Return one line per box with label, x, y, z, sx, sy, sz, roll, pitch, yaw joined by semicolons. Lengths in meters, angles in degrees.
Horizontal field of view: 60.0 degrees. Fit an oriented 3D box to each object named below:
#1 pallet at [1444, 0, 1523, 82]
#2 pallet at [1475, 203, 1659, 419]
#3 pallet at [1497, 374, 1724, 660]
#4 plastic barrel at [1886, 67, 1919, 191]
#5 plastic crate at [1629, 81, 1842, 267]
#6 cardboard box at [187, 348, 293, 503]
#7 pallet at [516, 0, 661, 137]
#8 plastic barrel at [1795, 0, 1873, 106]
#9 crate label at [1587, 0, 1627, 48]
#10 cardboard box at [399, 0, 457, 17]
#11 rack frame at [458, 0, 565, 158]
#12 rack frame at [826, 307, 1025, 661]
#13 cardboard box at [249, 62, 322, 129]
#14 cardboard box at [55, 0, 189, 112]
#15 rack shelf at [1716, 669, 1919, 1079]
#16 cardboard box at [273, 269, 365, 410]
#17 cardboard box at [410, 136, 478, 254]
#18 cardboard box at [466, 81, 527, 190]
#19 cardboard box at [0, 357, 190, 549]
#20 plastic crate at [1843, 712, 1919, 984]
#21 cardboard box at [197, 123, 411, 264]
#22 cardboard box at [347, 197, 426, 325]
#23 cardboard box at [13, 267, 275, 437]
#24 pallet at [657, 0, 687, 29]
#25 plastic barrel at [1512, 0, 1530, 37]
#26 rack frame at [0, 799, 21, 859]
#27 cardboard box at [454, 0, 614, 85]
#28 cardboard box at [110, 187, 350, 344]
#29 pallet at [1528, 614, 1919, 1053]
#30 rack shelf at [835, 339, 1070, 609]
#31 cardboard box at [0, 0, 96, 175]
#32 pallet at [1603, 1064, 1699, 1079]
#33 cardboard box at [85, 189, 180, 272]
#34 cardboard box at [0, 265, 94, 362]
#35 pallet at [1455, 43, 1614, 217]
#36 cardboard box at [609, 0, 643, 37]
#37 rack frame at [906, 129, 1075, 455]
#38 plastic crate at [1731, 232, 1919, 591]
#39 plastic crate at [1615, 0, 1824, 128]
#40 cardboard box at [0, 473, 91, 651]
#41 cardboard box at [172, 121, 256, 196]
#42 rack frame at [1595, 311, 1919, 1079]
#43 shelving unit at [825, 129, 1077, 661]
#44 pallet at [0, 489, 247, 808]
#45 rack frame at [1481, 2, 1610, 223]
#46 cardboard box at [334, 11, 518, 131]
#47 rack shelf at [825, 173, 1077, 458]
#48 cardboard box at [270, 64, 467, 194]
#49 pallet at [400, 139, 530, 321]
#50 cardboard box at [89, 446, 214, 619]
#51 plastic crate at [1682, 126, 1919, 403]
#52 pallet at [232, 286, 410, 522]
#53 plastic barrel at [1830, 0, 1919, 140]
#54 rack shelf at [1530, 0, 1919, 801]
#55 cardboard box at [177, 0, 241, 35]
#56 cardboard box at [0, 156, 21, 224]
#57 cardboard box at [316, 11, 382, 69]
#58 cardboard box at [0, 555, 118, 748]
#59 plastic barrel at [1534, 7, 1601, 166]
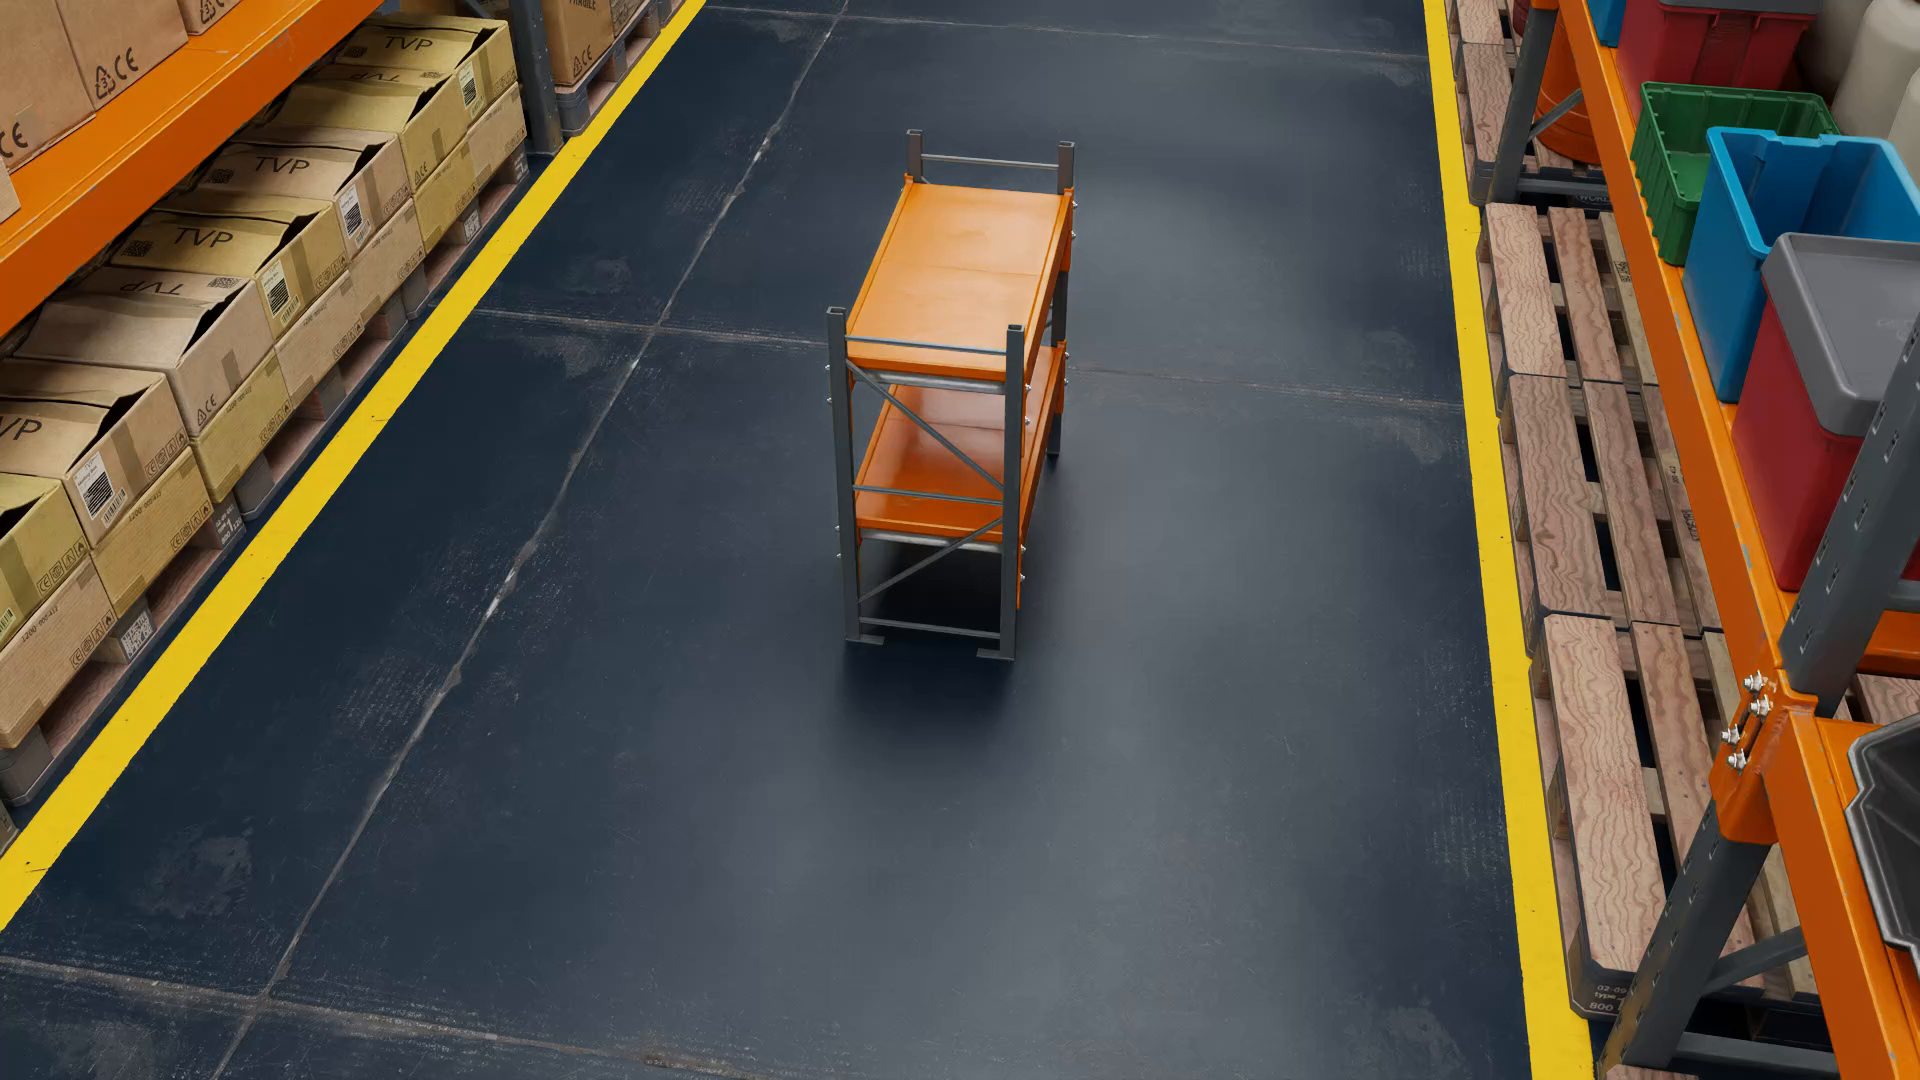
pallet;2.933;-2.559;8.180;1.003;0.211;1.213;6;40;8
pallet;2.452;-0.814;6.069;1.003;0.211;1.213;6;40;8
pallet;2.238;-0.051;5.146;1.003;0.211;1.213;6;40;8
plastic barrel;2.440;-0.950;3.938;0.433;0.535;0.433;0;40;0
plastic crate;1.955;-0.903;4.155;0.450;0.188;0.662;6;40;8
cardboard box;-2.456;-0.383;5.188;0.500;0.250;0.500;5;40;6
pallet;-2.088;-2.309;7.877;1.003;0.211;1.213;6;40;8
plastic barrel;2.583;-1.481;4.599;0.421;0.512;0.421;0;40;0
crate label;2.186;-1.791;5.034;0.502;0.435;0.616;6;40;8
cardboard box;-2.324;-2.739;7.825;0.500;0.500;0.500;8;40;9
rack frame;-2.254;-2.920;6.427;1.000;3.000;0.127;6;40;8
rack frame;-0.087;-0.119;4.511;0.500;1.125;0.032;6;40;8
cardboard box;-2.717;-1.611;6.233;0.500;0.311;0.500;5;40;7
cardboard box;-2.620;-1.573;4.720;0.500;0.500;0.500;6;40;8
rack shelf;1.586;1.672;1.439;1.077;0.370;4.000;6;40;8
cardboard box;-2.367;-0.702;5.574;0.500;0.250;0.500;7;40;9
cardboard box;-2.191;-1.341;6.346;0.500;0.250;0.500;6;40;7
cardboard box;-2.105;-1.665;6.738;0.500;0.250;0.500;7;40;9
cardboard box;-2.538;-0.273;4.614;0.500;0.311;0.500;6;40;7
plastic crate;1.716;0.478;2.367;0.767;0.338;0.504;6;40;8
cardboard box;-2.276;-1.239;5.782;0.500;0.311;0.500;6;40;7
cardboard box;-2.281;-1.025;5.965;0.500;0.250;0.500;7;40;9
cardboard box;-2.449;-0.598;5.007;0.500;0.311;0.500;5;40;6
pallet;-1.874;-3.073;8.801;1.003;0.211;1.213;6;40;8
plastic barrel;2.887;-2.621;7.629;0.600;0.588;0.708;6;40;8
rack frame;-2.946;-0.409;3.391;1.000;3.000;0.127;6;40;8
cardboard box;-1.894;-2.380;7.391;0.500;0.500;0.500;8;40;10
cardboard box;-2.365;-0.924;5.402;0.500;0.311;0.500;7;40;9
pallet;2.029;0.717;4.217;1.003;0.211;1.213;6;40;8
rack shelf;0.001;-0.249;5.053;0.538;0.278;1.000;6;40;8
cardboard box;-2.706;-1.259;4.340;0.500;0.500;0.500;9;40;11
pallet;1.774;1.631;3.112;1.003;0.211;1.213;6;40;8
cardboard box;-2.895;-0.968;5.455;0.500;0.311;0.500;6;40;7
cardboard box;-2.986;-0.653;5.075;0.500;0.311;0.500;6;40;8
pallet;2.719;-1.796;7.256;1.003;0.211;1.213;6;40;8
cardboard box;-1.809;-2.709;7.789;0.500;0.500;0.500;5;40;6
rack frame;0.089;-0.757;5.283;0.500;1.125;0.032;6;40;8
plastic crate;1.714;-0.223;3.115;0.402;0.464;0.583;6;40;8
plastic crate;2.043;-1.415;4.558;0.402;0.464;0.583;6;40;8
cardboard box;-2.629;0.041;4.235;0.500;0.311;0.500;7;40;8
cardboard box;-2.807;-1.291;5.846;0.500;0.311;0.500;5;40;6
rack frame;1.932;0.139;2.728;1.000;3.000;0.127;6;40;8
shelving unit;0.001;-0.438;4.897;0.538;1.125;1.048;6;40;8
pallet;-2.857;0.199;4.844;1.003;0.211;1.213;6;40;8
rack frame;2.624;-2.371;5.764;1.000;3.000;0.127;6;40;8
cardboard box;-2.102;-1.882;6.560;0.500;0.311;0.500;7;40;9
rack shelf;0.001;-0.663;4.710;0.538;0.278;1.000;6;40;8
cardboard box;-2.186;-1.555;6.165;0.500;0.311;0.500;6;40;7
pallet;-2.435;-1.333;6.696;1.003;0.211;1.213;6;40;8
cardboard box;-2.543;-0.058;4.794;0.500;0.250;0.500;7;40;9
plastic crate;1.816;-0.581;3.611;0.392;0.384;0.575;6;40;8
pallet;-2.648;-0.569;5.773;1.003;0.211;1.213;6;40;8
plastic barrel;2.515;-1.221;4.267;0.433;0.535;0.433;0;40;0
rack shelf;2.278;-0.839;4.475;1.077;0.370;4.000;6;40;8
cardboard box;-2.528;-1.903;5.120;0.500;0.500;0.500;4;40;5
cardboard box;-2.592;-0.846;4.116;0.380;0.149;0.250;6;40;8
cardboard box;-2.634;-1.942;6.633;0.500;0.311;0.500;8;40;9
cardboard box;-2.633;0.263;4.406;0.500;0.250;0.500;5;40;7
plastic barrel;2.692;-2.005;6.695;0.600;0.830;0.708;6;40;8
